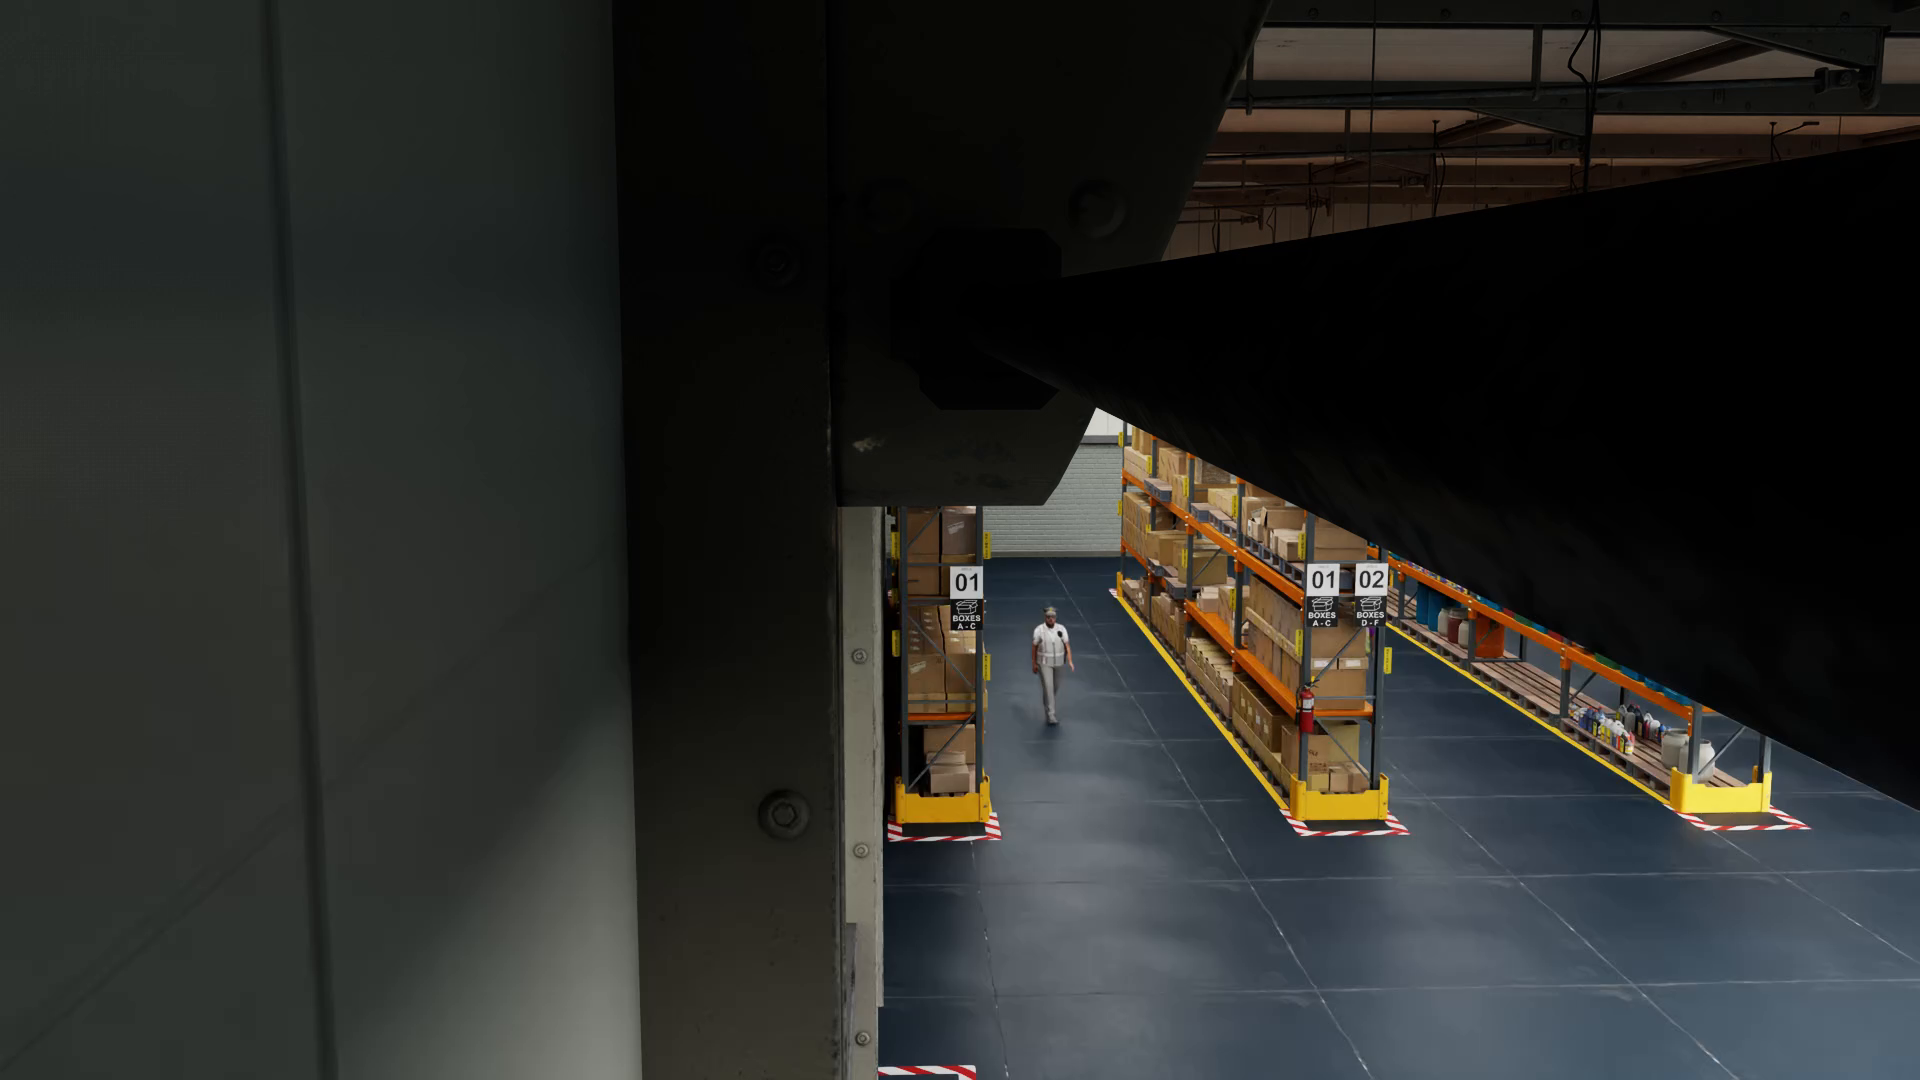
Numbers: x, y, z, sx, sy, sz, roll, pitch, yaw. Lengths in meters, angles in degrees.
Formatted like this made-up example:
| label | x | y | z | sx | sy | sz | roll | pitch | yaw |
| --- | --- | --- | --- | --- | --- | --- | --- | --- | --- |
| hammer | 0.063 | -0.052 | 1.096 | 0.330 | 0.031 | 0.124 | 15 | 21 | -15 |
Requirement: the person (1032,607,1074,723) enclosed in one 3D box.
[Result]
| label | x | y | z | sx | sy | sz | roll | pitch | yaw |
| --- | --- | --- | --- | --- | --- | --- | --- | --- | --- |
| person | 1.413 | 1.873 | 25.562 | 0.550 | 1.724 | 1.069 | -3 | 8 | -17 |

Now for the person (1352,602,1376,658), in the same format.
| label | x | y | z | sx | sy | sz | roll | pitch | yaw |
| --- | --- | --- | --- | --- | --- | --- | --- | --- | --- |
| person | 6.334 | 1.767 | 26.356 | 0.543 | 1.706 | 1.079 | -2 | 8 | -11 |
